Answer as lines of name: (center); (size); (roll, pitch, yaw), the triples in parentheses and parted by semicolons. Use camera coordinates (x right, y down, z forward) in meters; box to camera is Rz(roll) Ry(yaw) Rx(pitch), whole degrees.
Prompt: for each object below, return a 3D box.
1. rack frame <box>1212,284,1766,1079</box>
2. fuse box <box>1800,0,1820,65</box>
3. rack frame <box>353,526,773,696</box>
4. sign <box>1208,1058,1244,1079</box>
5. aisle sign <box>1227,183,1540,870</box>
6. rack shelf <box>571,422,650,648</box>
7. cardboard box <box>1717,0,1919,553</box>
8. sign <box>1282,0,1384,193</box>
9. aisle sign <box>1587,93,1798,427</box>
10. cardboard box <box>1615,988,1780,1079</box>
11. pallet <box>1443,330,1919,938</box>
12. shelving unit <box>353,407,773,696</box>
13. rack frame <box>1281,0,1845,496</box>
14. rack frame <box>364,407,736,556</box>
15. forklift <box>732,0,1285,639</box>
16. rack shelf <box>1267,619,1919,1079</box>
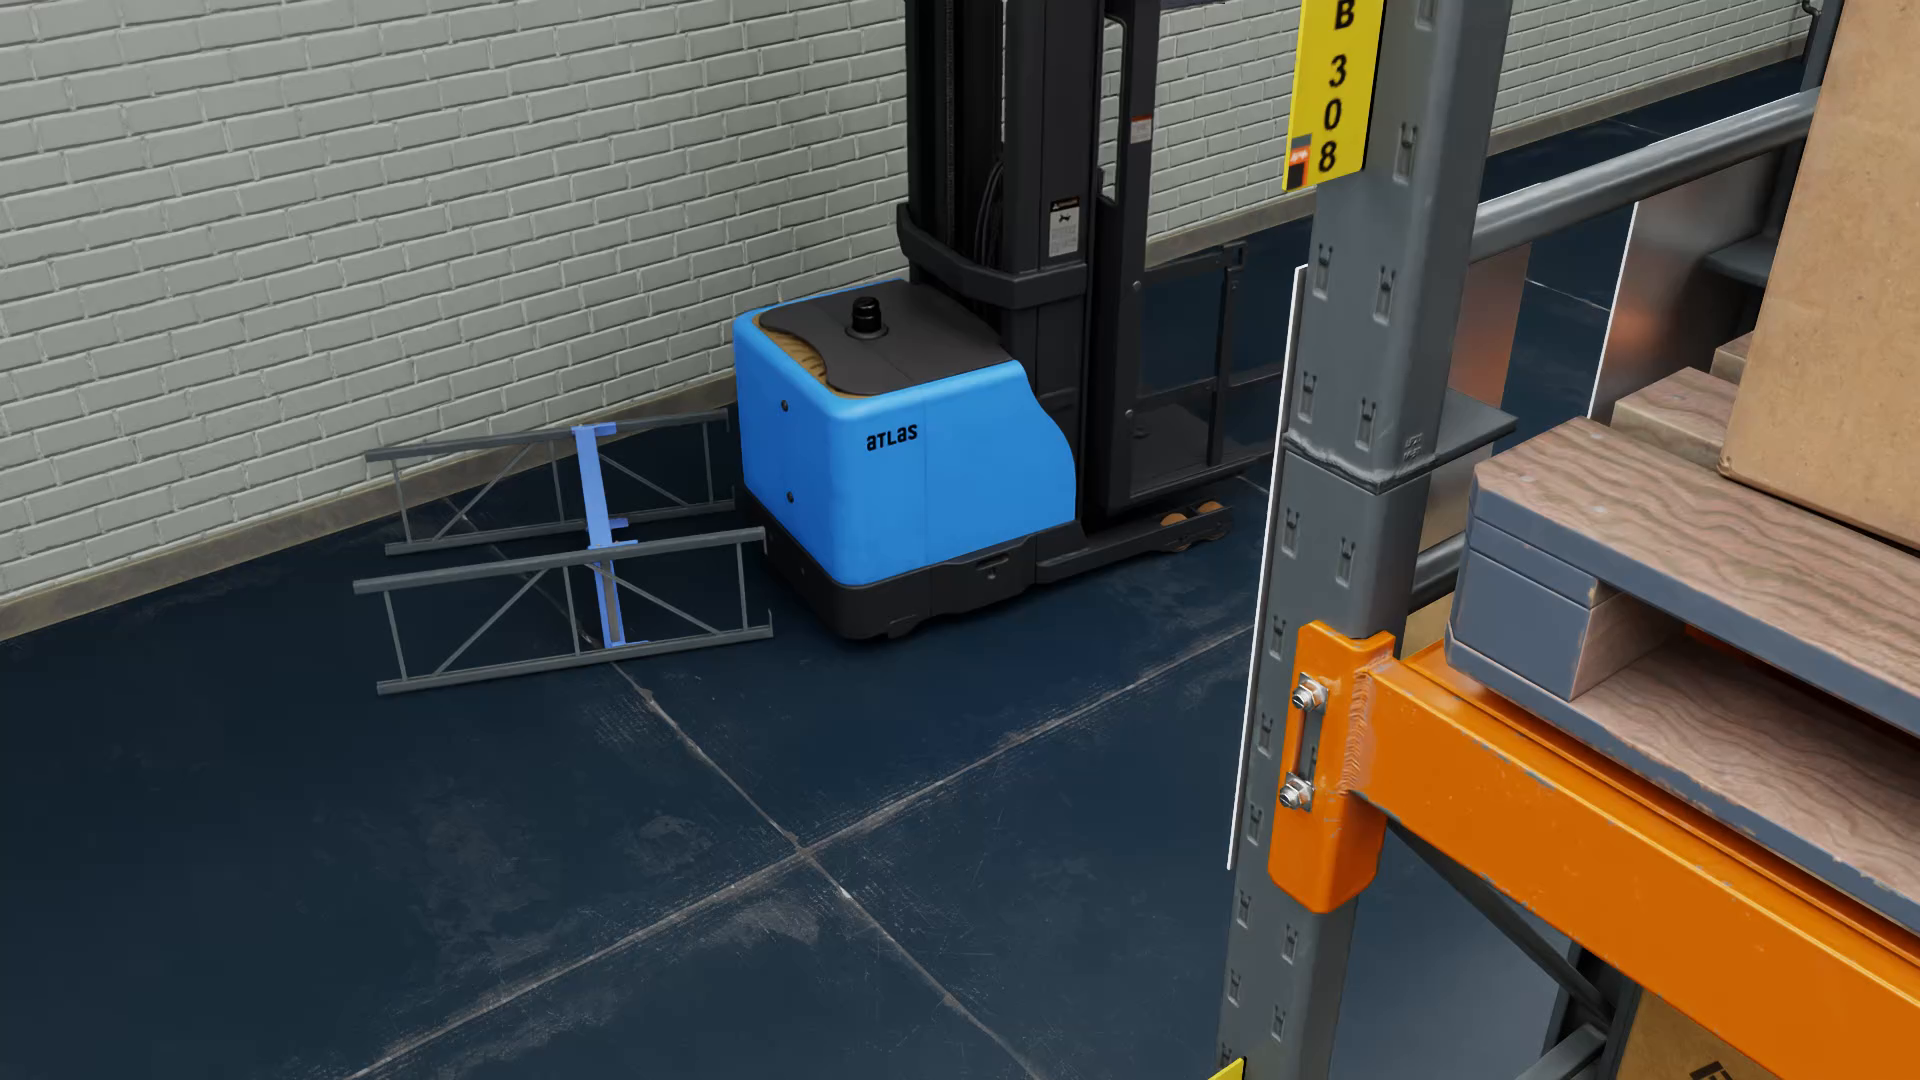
rack frame: (0.766, 1.043, 2.728); (1.000, 3.000, 0.127); (-22, 38, -31)
fuse box: (6.866, -4.577, 12.998); (0.539, 1.711, 0.414); (-22, 38, -31)
rack frame: (-1.470, 0.266, 6.311); (1.500, 0.500, 0.032); (-8, 33, -12)
sign: (0.323, 0.819, 2.193); (0.100, 0.325, 0.005); (-22, 38, -31)
aisle sign: (0.484, 0.006, 1.934); (0.394, 0.787, 0.004); (-22, 38, -31)
rack shelf: (-1.426, -0.017, 6.767); (0.185, 0.538, 1.000); (-8, 33, -12)
cardboard box: (1.127, -0.295, 1.452); (0.700, 0.500, 0.500); (-25, 40, -34)
sign: (0.323, -0.459, 1.400); (0.100, 0.325, 0.005); (-22, 38, -31)
aisle sign: (0.958, -0.188, 2.246); (0.394, 0.787, 0.004); (-22, 38, -31)
cardboard box: (1.272, 0.780, 2.301); (0.500, 0.500, 0.500); (-22, 38, -31)
pallet: (1.229, 0.112, 1.467); (1.003, 0.211, 1.213); (-22, 38, -31)
shelving unit: (-1.600, 0.007, 6.728); (1.500, 0.538, 1.048); (-8, 33, -12)
rack frame: (0.766, -1.505, 1.145); (1.000, 3.000, 0.127); (-22, 38, -31)
rack frame: (-1.729, -0.252, 7.146); (1.500, 0.500, 0.032); (-8, 33, -12)
forklift: (0.603, -1.416, 6.752); (3.031, 2.935, 1.130); (-17, 36, -25)
rack shelf: (1.992, 0.908, 0.784); (1.077, 0.370, 4.000); (-22, 38, -31)
